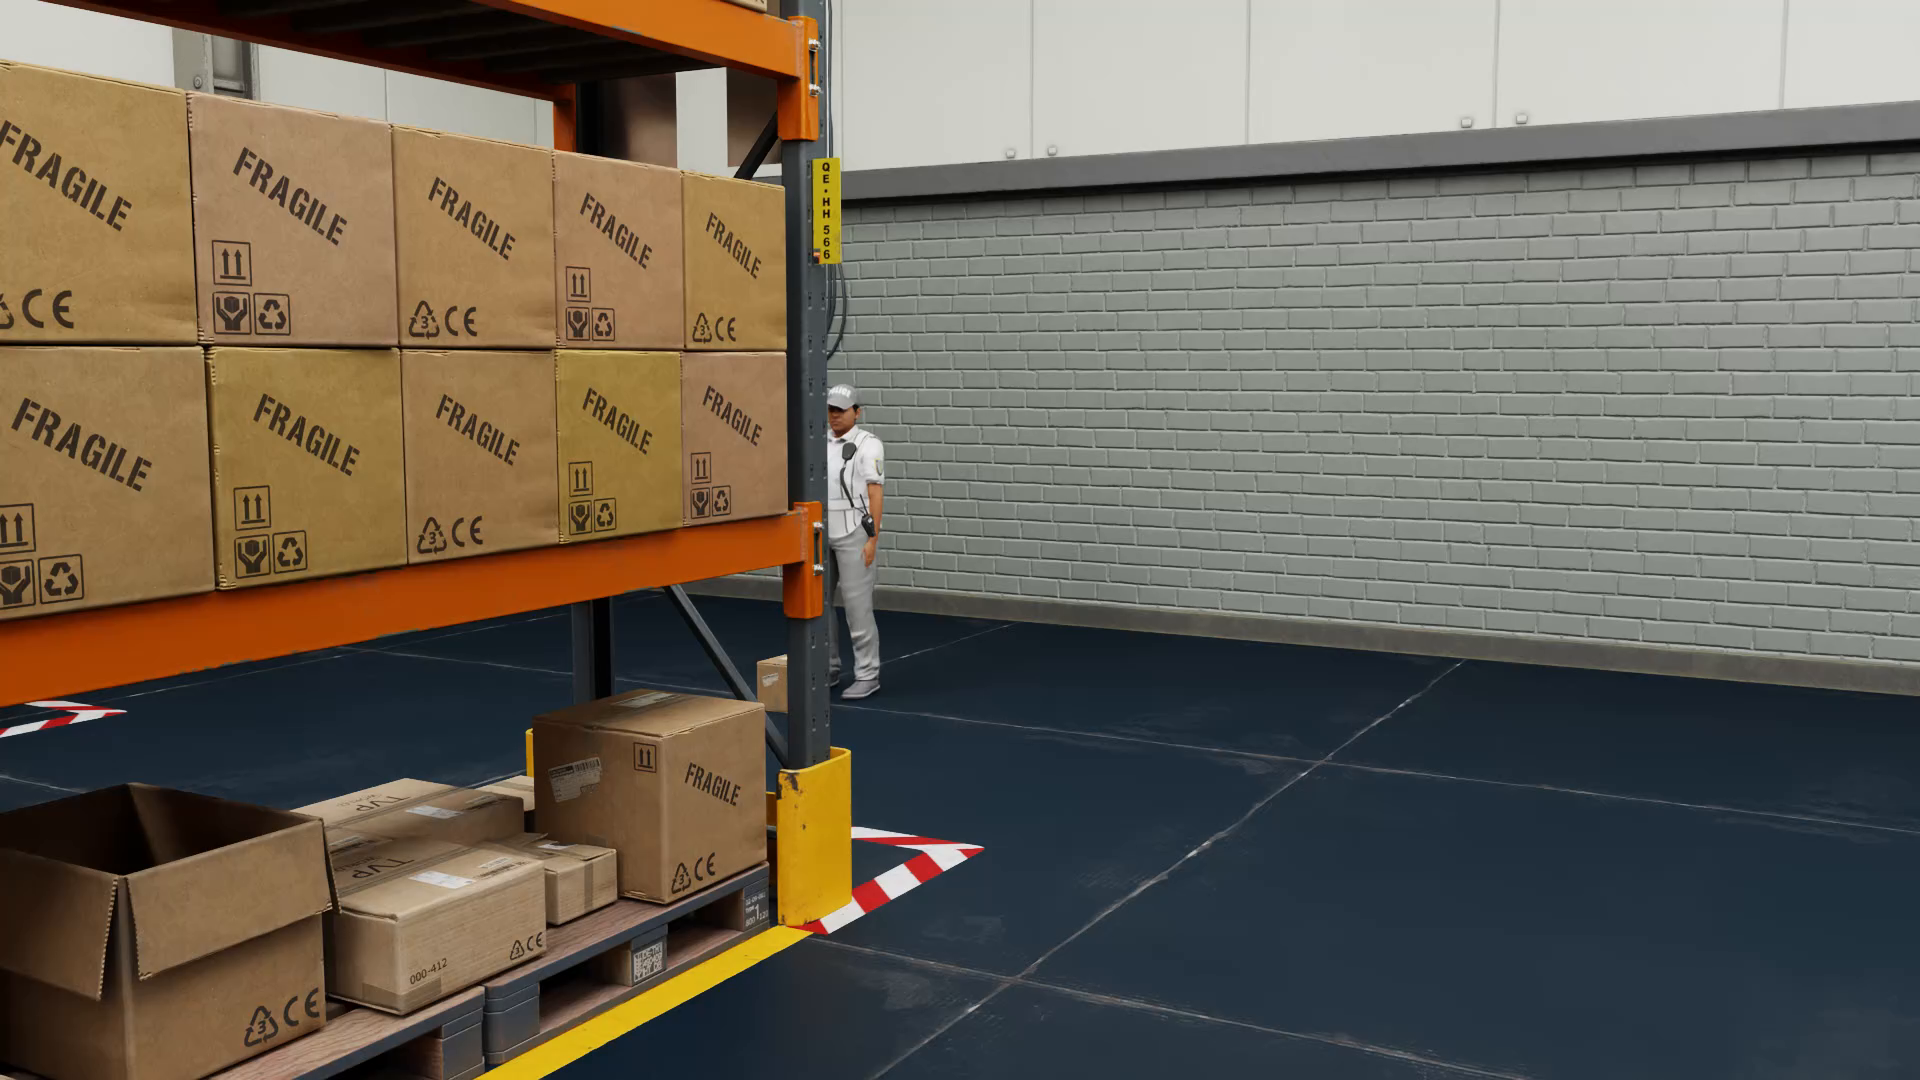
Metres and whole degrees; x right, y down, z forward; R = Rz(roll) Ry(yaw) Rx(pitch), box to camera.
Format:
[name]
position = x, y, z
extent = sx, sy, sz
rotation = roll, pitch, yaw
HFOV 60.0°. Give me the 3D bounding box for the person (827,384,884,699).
[person]
position = -0.629, 0.005, 8.876
extent = 0.468, 1.668, 0.390
rotation = 3, 7, 30
